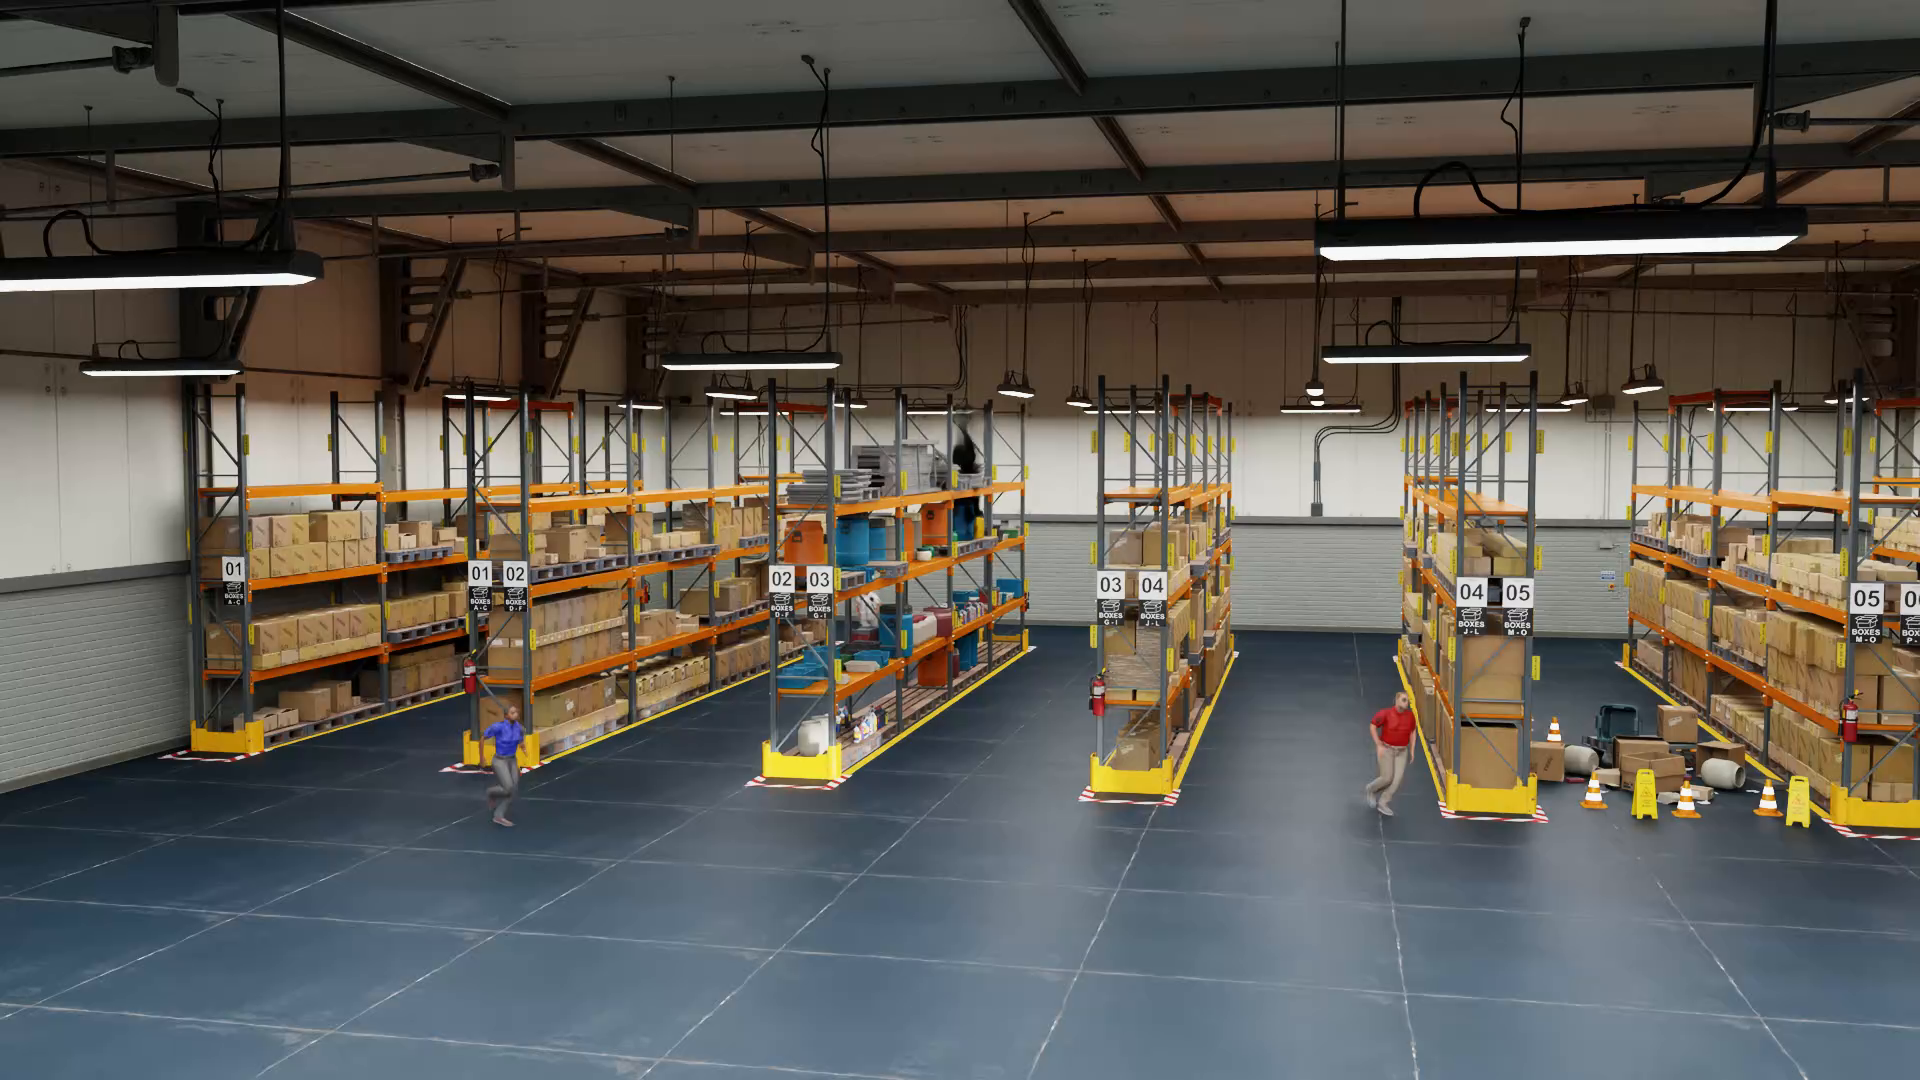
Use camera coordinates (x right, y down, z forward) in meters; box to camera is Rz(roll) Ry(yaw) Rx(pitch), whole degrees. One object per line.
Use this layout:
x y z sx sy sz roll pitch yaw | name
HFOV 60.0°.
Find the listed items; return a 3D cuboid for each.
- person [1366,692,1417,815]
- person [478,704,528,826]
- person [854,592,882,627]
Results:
5.897 2.882 22.626 0.669 1.667 0.502 -1 3 -12 | person
-5.975 2.966 21.894 0.640 1.606 0.615 2 4 35 | person
-2.205 1.865 39.853 0.683 1.756 0.656 0 3 7 | person
